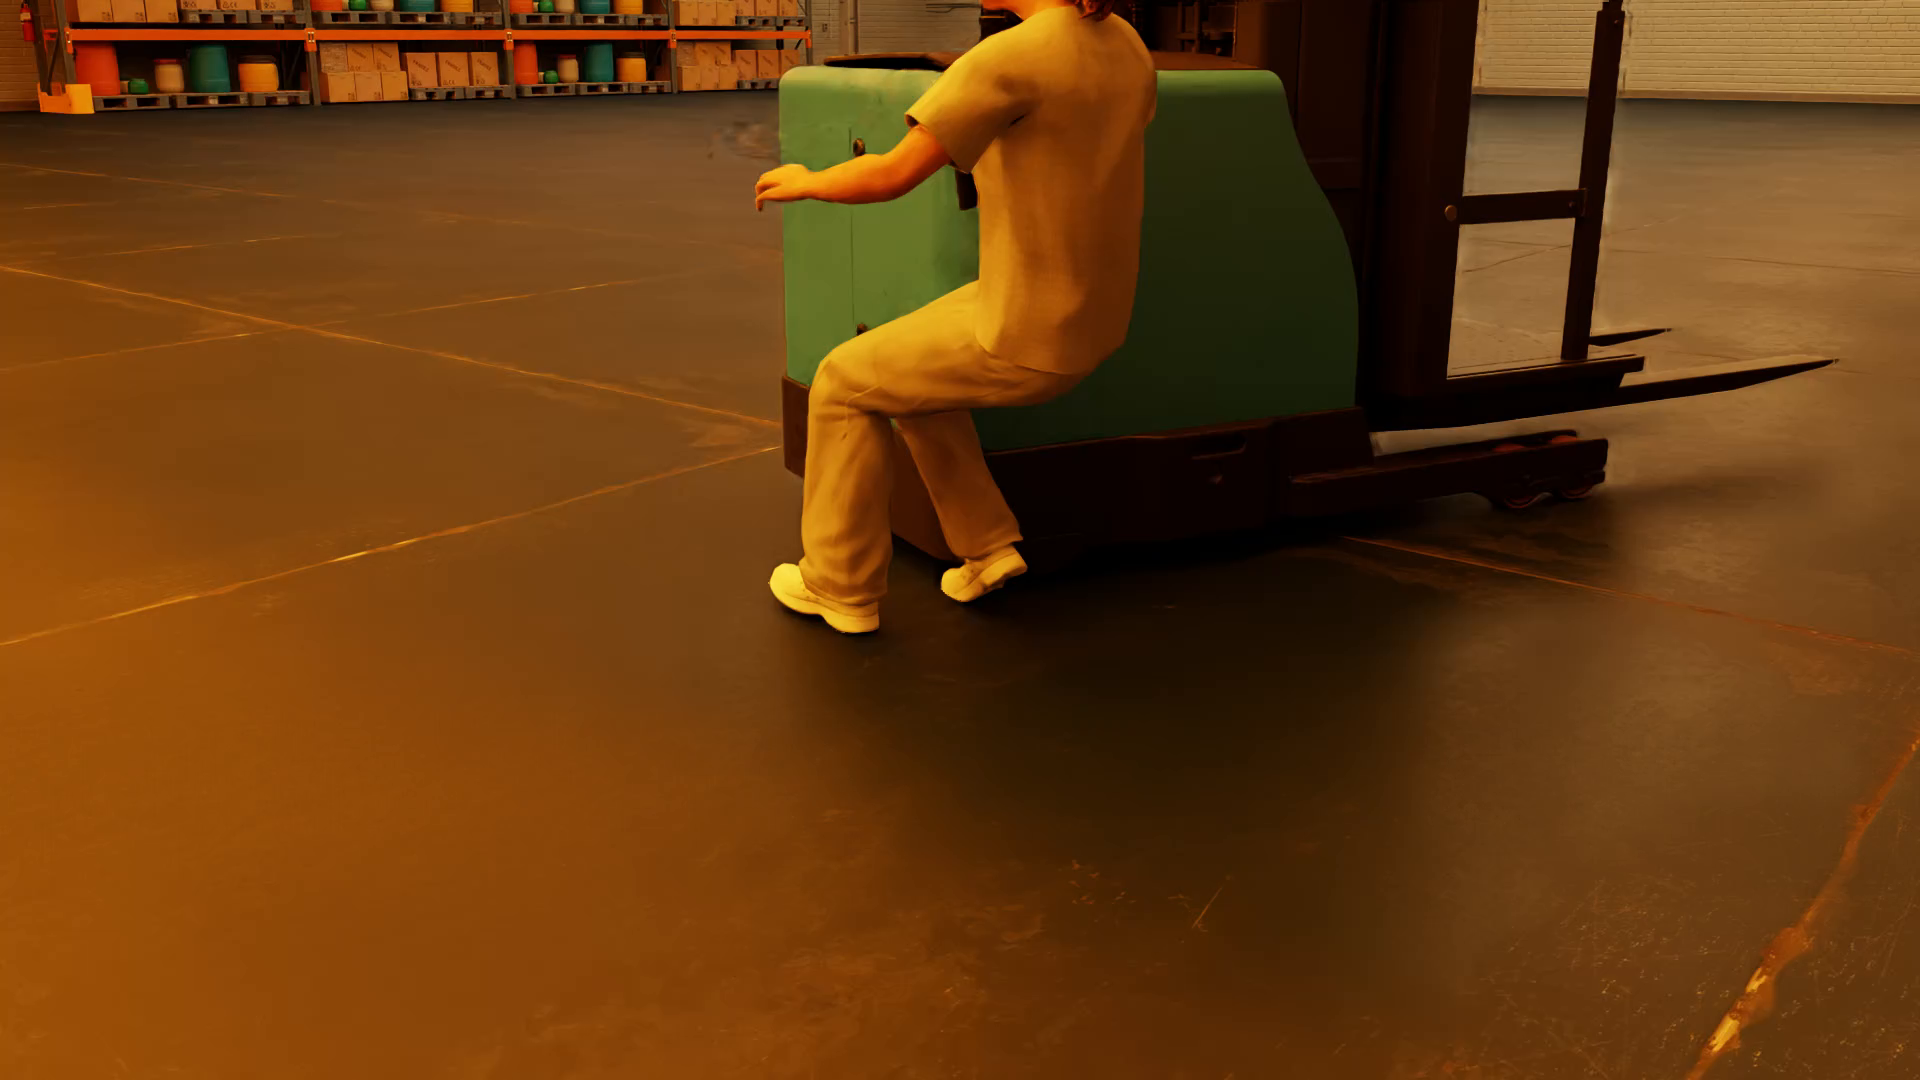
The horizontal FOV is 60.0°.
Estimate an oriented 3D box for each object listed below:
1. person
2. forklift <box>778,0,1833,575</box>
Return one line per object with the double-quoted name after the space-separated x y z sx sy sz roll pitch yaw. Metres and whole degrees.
-0.048 -0.481 3.096 0.830 1.438 0.773 9 19 26 "person"
1.093 -1.608 4.193 3.031 2.935 1.130 -8 19 -26 "forklift"
